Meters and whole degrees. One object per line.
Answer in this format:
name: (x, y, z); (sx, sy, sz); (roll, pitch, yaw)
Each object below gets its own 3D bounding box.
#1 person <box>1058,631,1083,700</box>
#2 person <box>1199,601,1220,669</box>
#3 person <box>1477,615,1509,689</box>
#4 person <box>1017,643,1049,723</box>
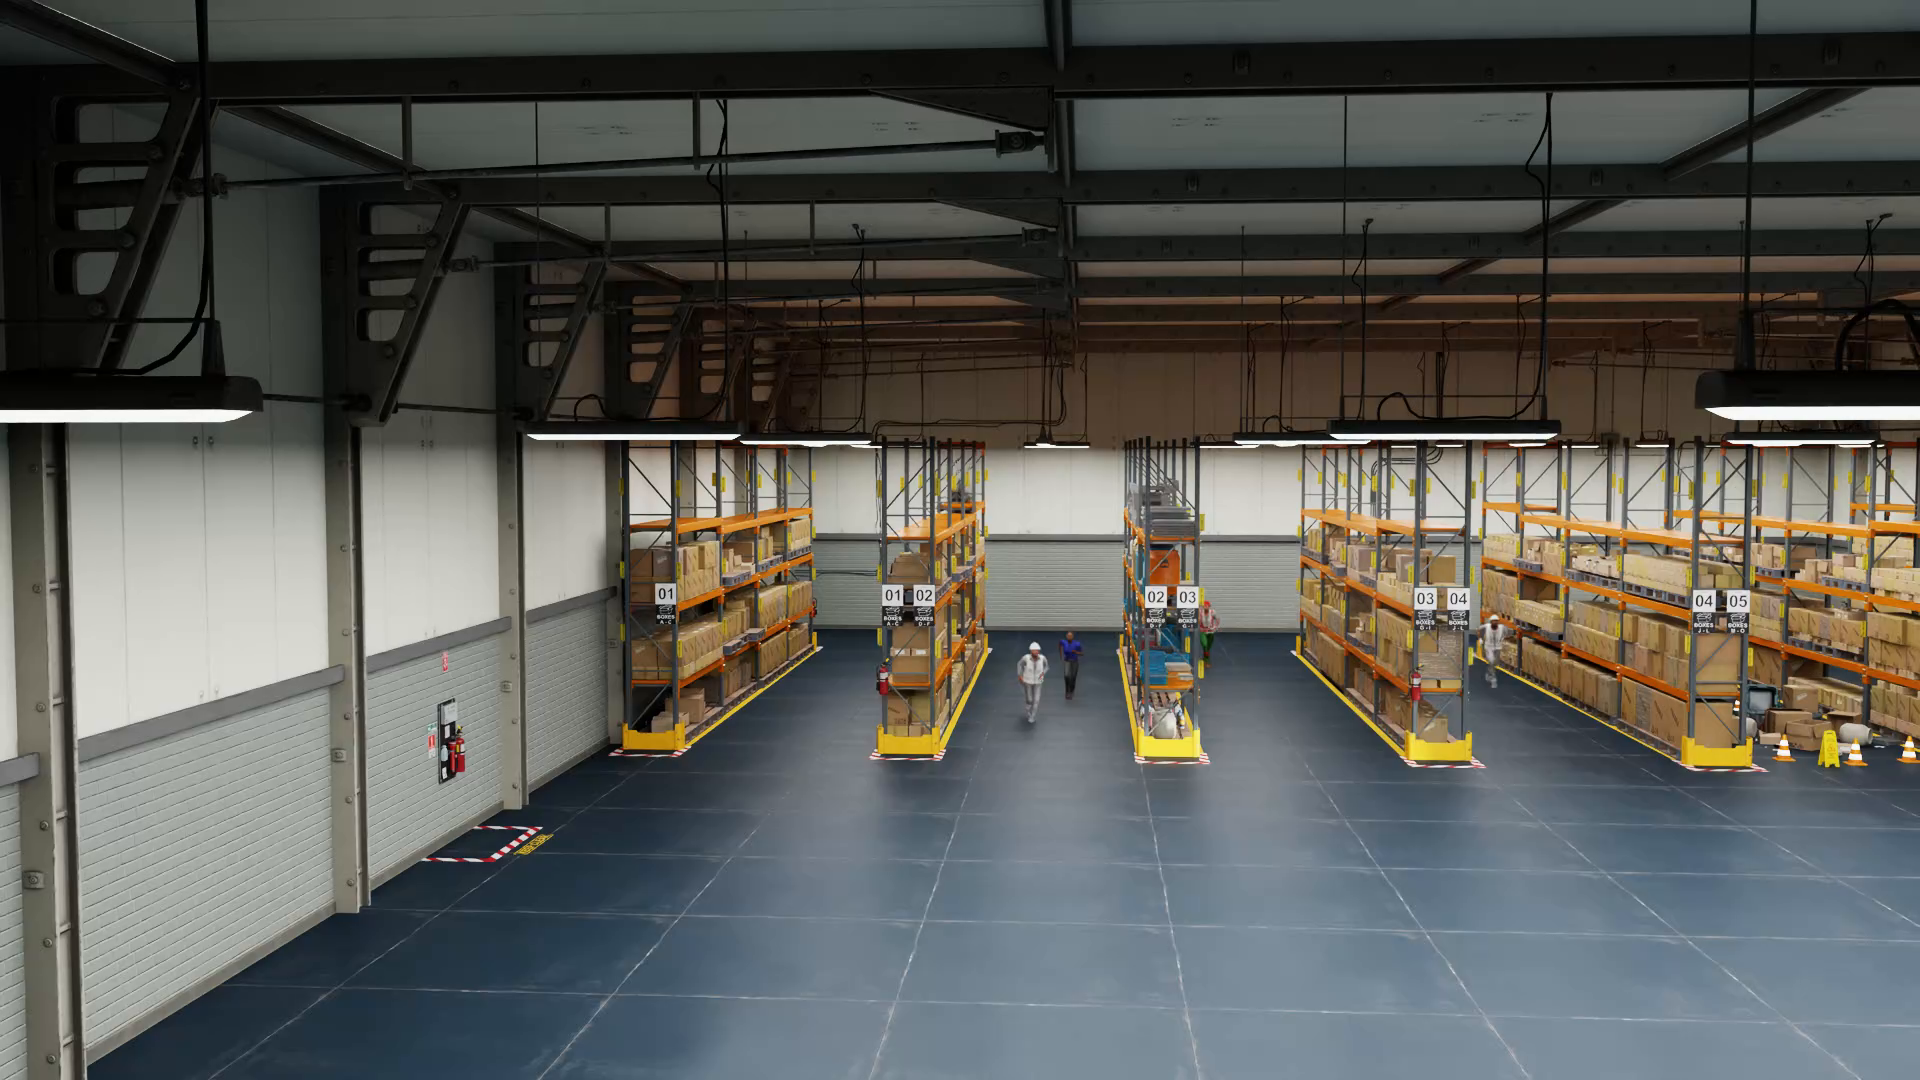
person: (2.539, 2.869, 38.212); (0.567, 1.606, 0.871); (0, 3, 4)
person: (6.557, 2.482, 44.201); (0.659, 1.775, 1.139); (0, 3, 1)
person: (12.971, 2.688, 40.503); (0.679, 1.791, 1.044); (0, 3, 2)
person: (1.546, 3.007, 35.202); (0.650, 1.706, 0.747); (-1, 3, -10)
